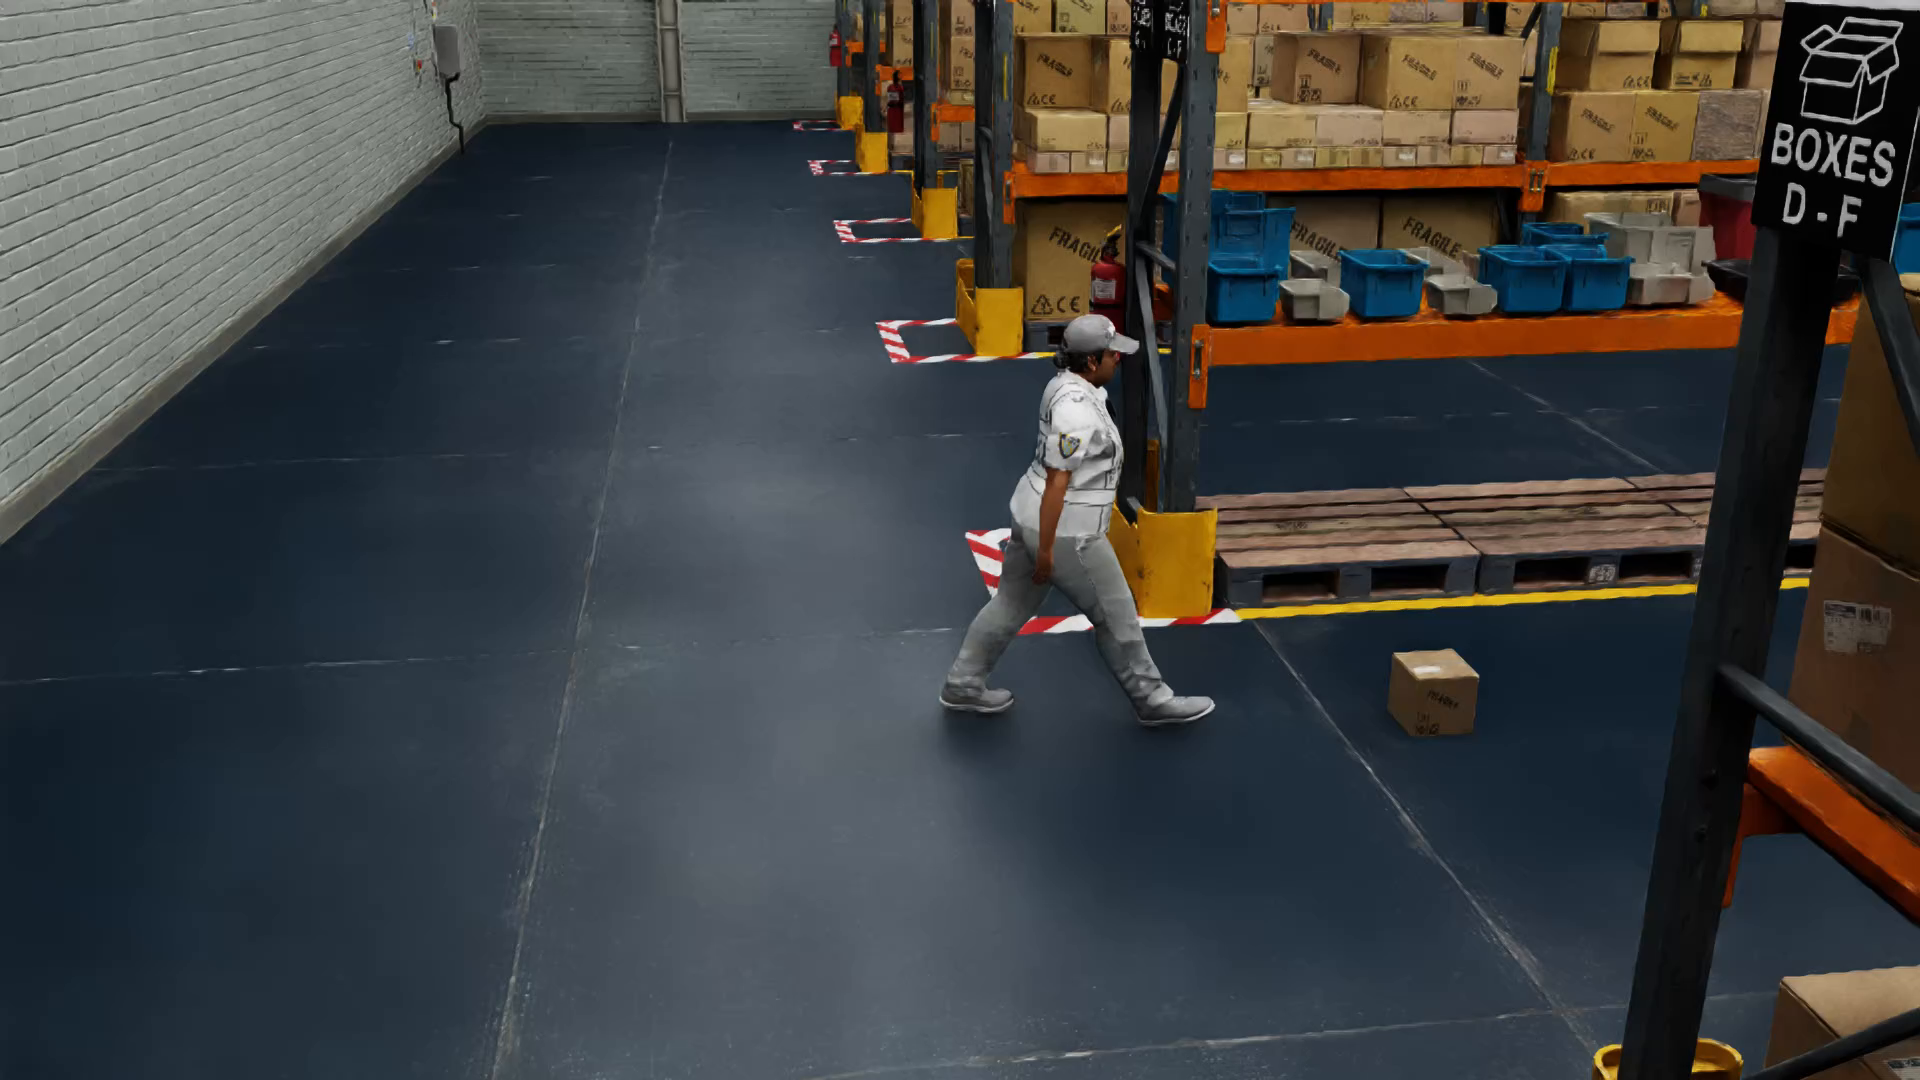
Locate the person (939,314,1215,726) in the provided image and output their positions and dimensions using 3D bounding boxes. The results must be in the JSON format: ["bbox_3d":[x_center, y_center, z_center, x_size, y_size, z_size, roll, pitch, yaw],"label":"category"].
[{"bbox_3d":[0.445,-0.073,6.286,1.046,1.586,0.487,-2,20,-6],"label":"person"}]
